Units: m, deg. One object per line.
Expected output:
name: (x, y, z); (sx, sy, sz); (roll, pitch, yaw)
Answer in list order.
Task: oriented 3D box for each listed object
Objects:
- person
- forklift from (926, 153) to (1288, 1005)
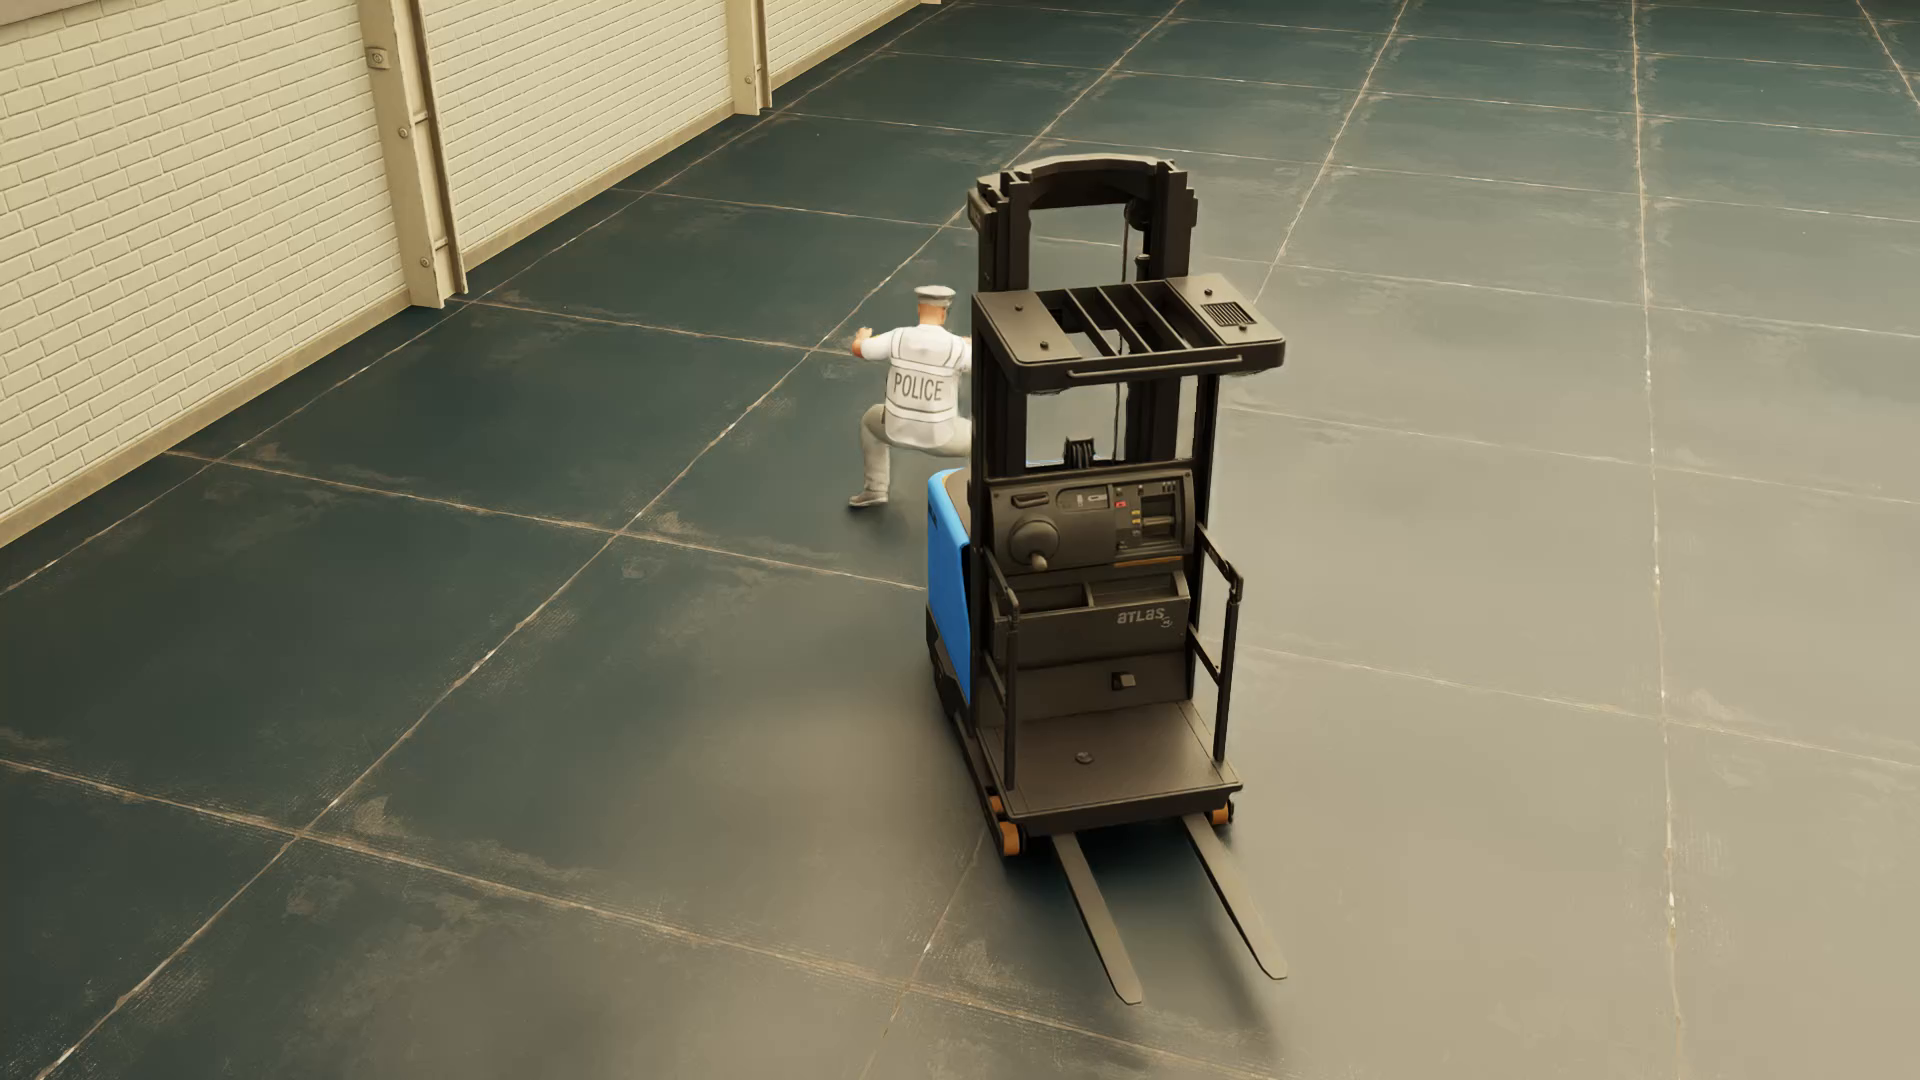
person: (-0.183, -0.833, 10.025); (1.044, 1.526, 0.772); (6, 30, 11)
forklift: (0.642, -0.038, 7.204); (1.130, 2.935, 3.031); (-6, 30, -11)
